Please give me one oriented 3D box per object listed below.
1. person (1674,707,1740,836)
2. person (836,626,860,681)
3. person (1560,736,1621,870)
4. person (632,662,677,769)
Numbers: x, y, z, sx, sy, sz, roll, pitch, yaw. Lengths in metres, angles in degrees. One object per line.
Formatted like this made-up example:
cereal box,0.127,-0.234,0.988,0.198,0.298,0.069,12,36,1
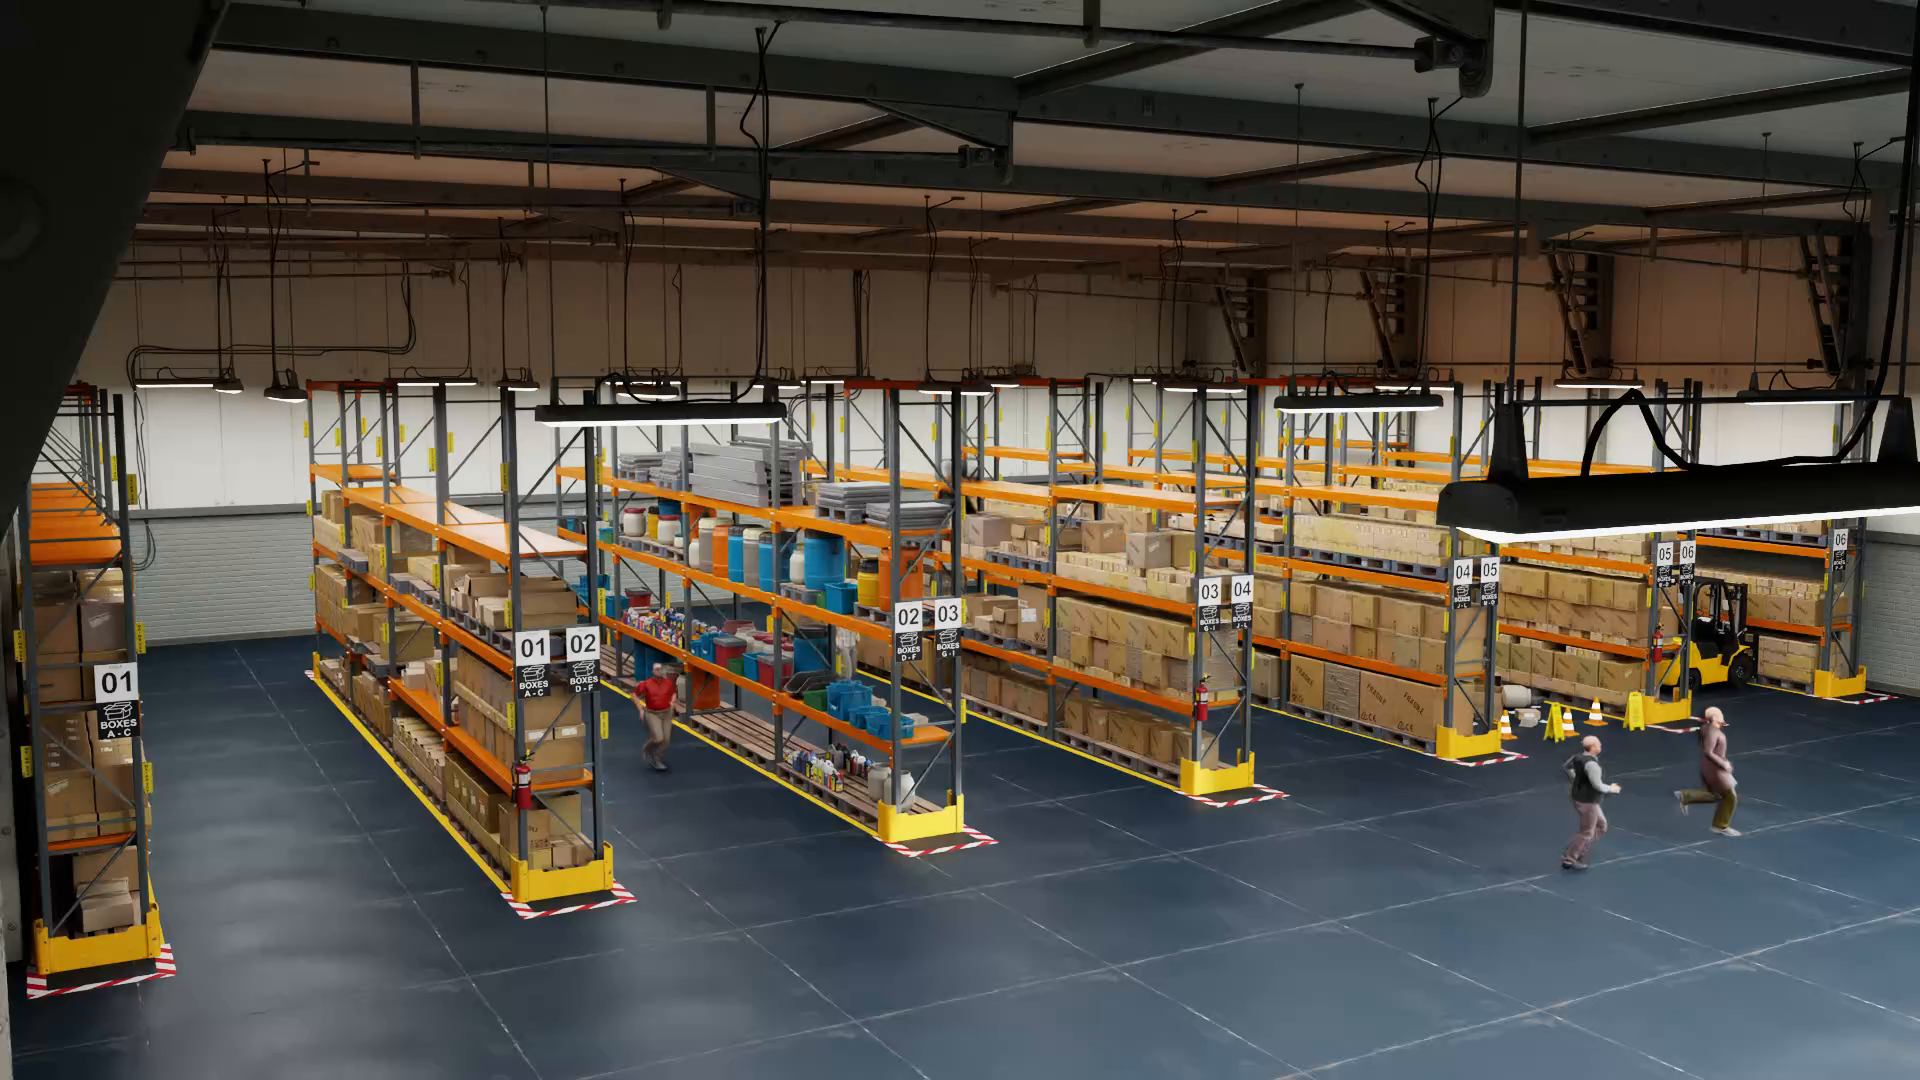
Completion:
person,10.097,3.204,22.415,0.824,1.541,0.721,1,6,11
person,-2.090,1.962,30.563,0.623,1.668,0.669,-5,8,-37
person,7.852,3.291,20.724,0.692,1.742,0.685,1,6,5
person,-4.671,2.746,25.839,0.664,1.677,0.590,-4,7,-35
